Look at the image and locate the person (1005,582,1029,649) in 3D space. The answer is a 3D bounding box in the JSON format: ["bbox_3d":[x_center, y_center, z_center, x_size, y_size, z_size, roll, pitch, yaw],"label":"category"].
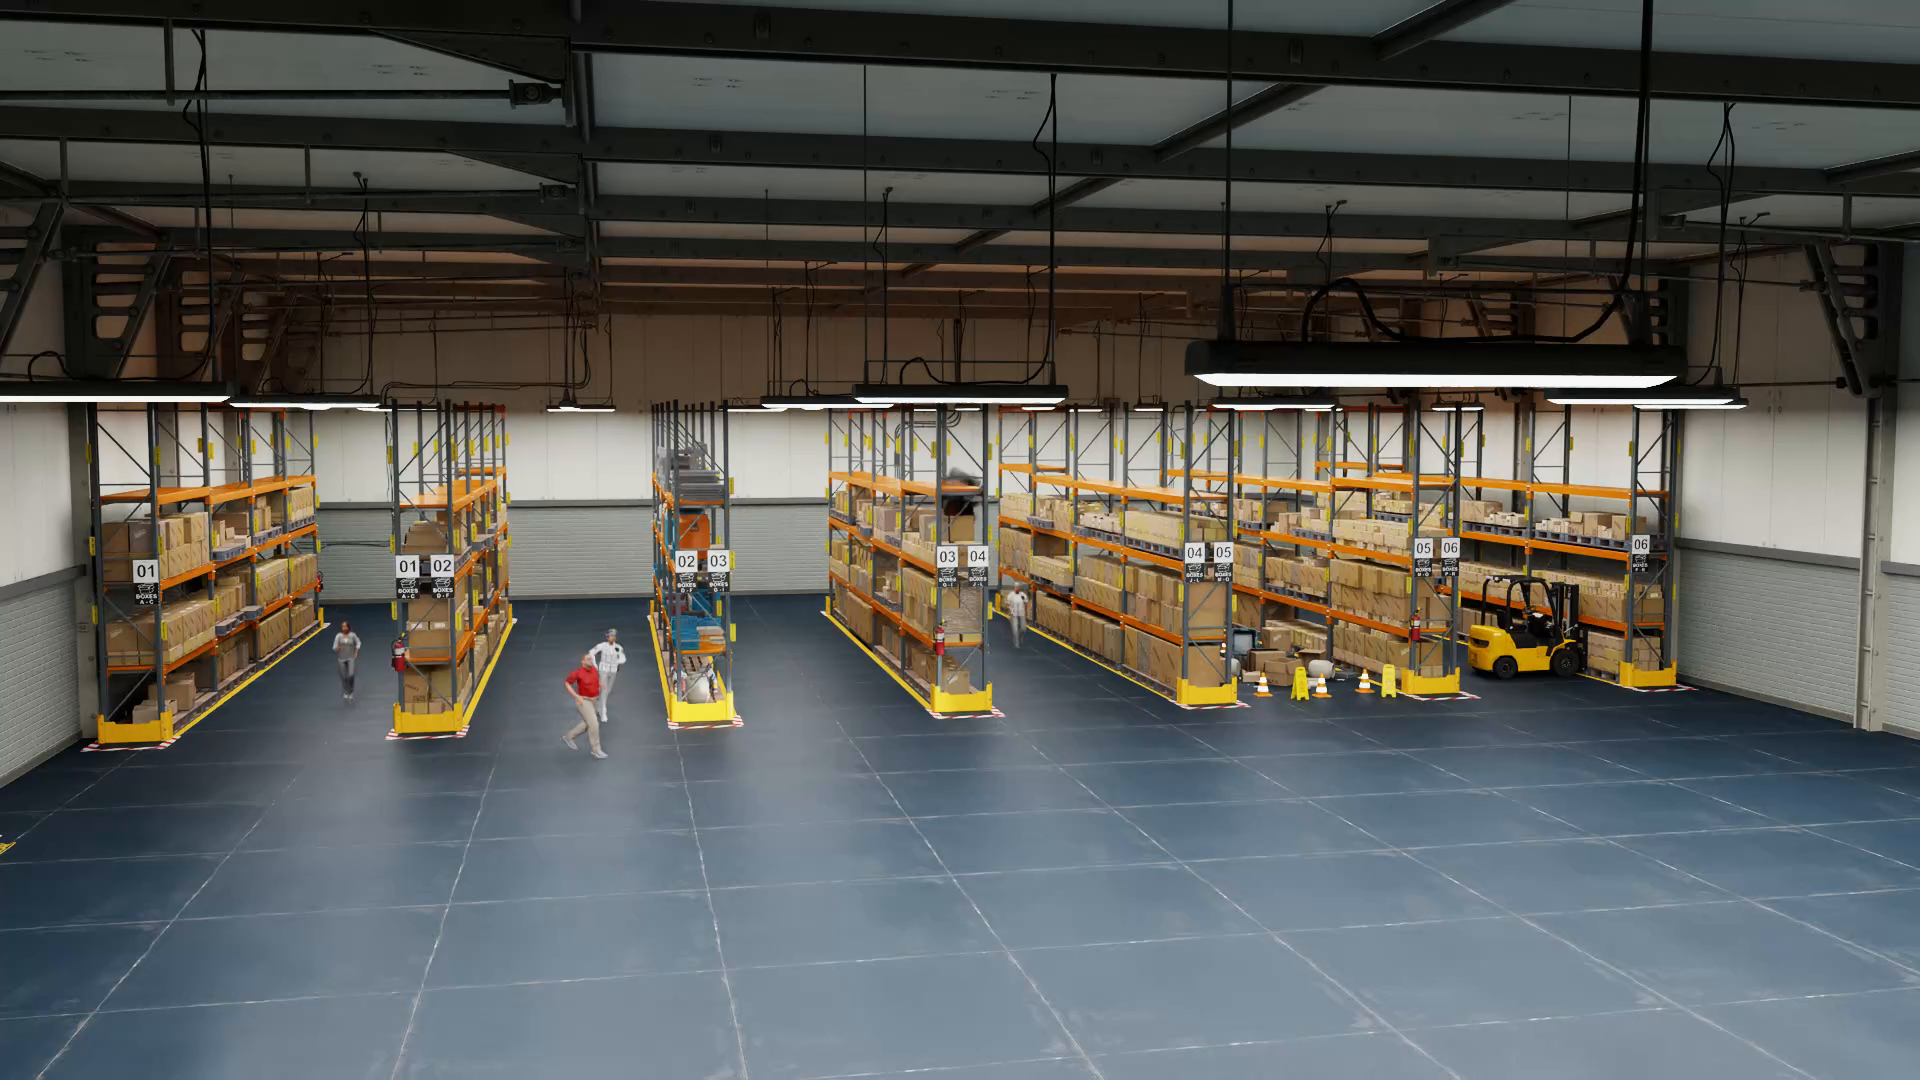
[{"bbox_3d":[1.405,1.845,40.731,0.586,1.621,0.543,0,4,-6],"label":"person"}]

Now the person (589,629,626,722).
[{"bbox_3d":[-6.647,2.530,31.457,0.641,1.717,0.865,-3,5,-32],"label":"person"}]

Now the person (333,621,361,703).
[{"bbox_3d":[-12.223,2.430,33.139,0.514,1.631,0.653,-1,4,-16],"label":"person"}]

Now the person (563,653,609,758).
[{"bbox_3d":[-6.271,2.762,27.926,0.892,1.750,0.646,2,5,21],"label":"person"}]

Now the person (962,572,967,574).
[{"bbox_3d":[-0.132,1.273,48.837,0.791,1.550,0.456,4,6,40],"label":"person"}]
